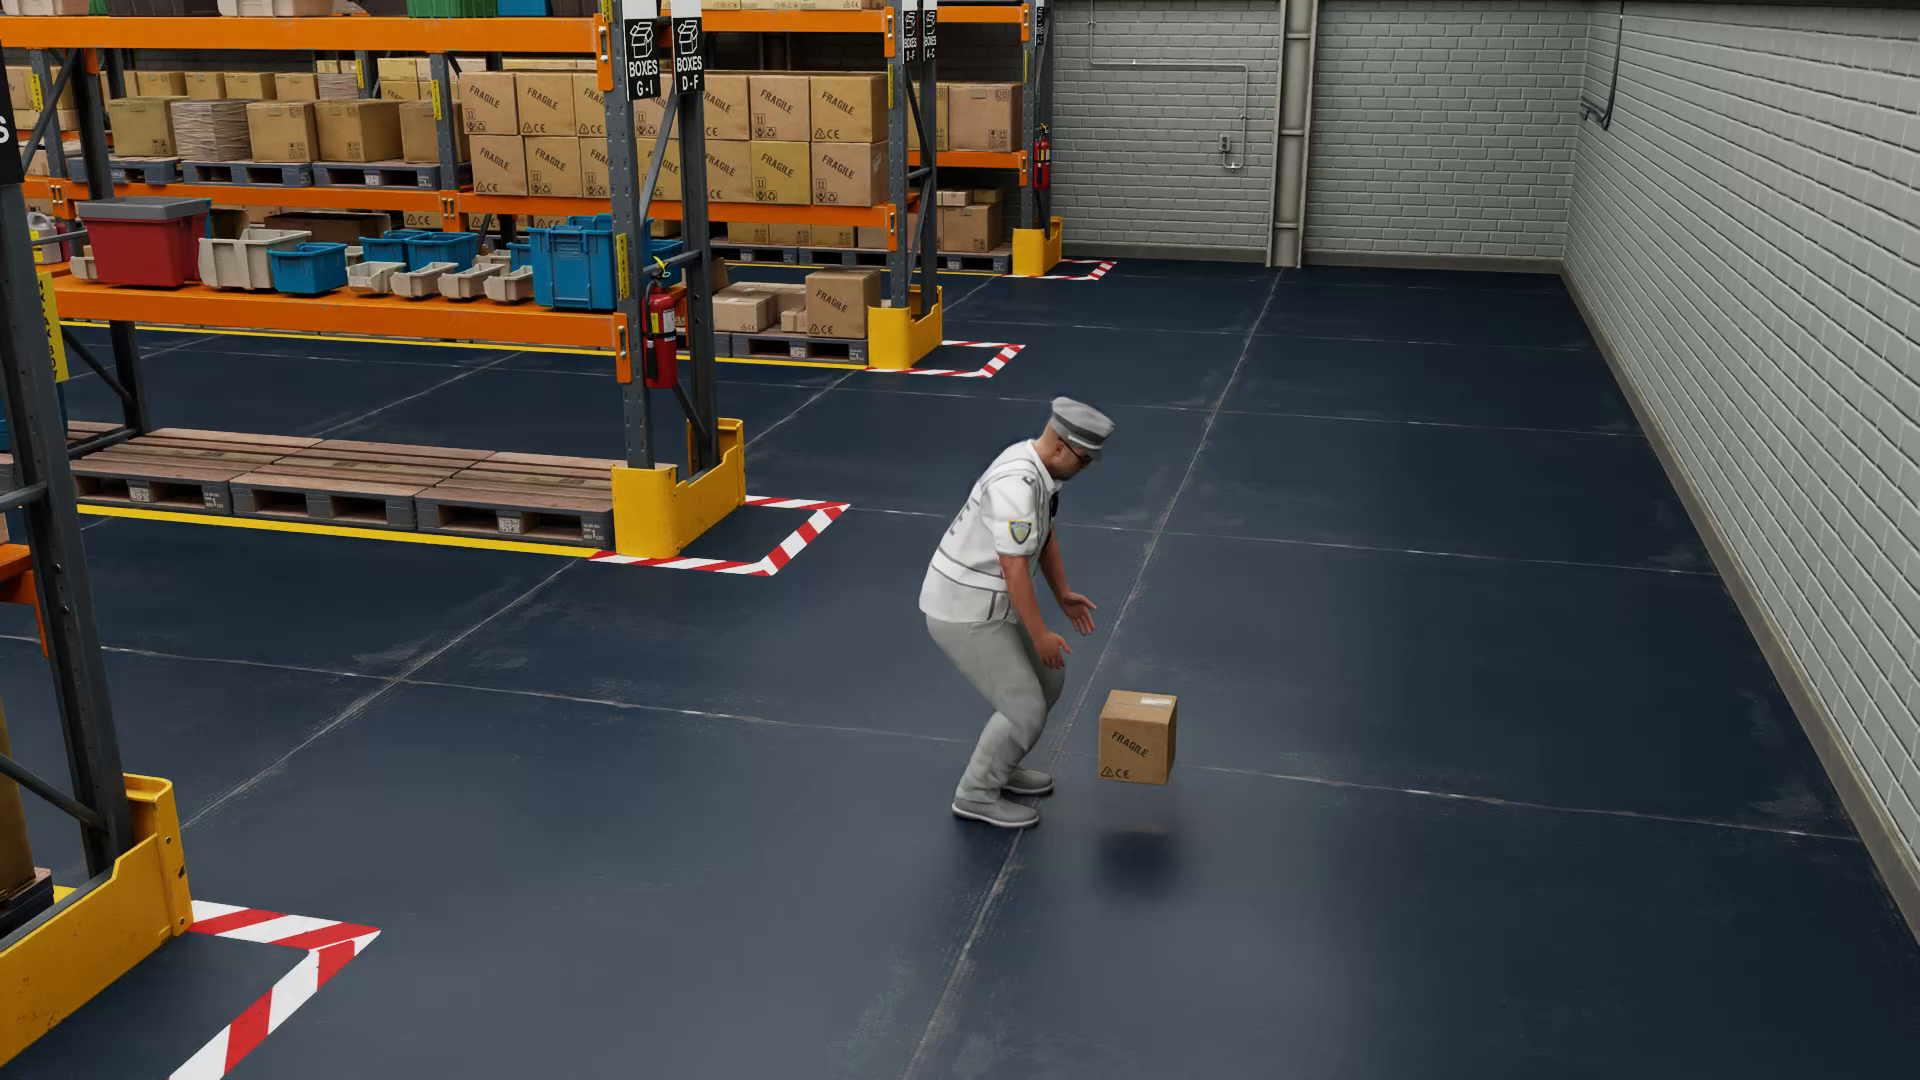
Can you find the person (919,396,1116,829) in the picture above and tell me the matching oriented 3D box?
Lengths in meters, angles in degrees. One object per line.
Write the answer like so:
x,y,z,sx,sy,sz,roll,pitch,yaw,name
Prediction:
0.211,0.247,6.102,0.682,1.572,0.584,5,19,14,person
